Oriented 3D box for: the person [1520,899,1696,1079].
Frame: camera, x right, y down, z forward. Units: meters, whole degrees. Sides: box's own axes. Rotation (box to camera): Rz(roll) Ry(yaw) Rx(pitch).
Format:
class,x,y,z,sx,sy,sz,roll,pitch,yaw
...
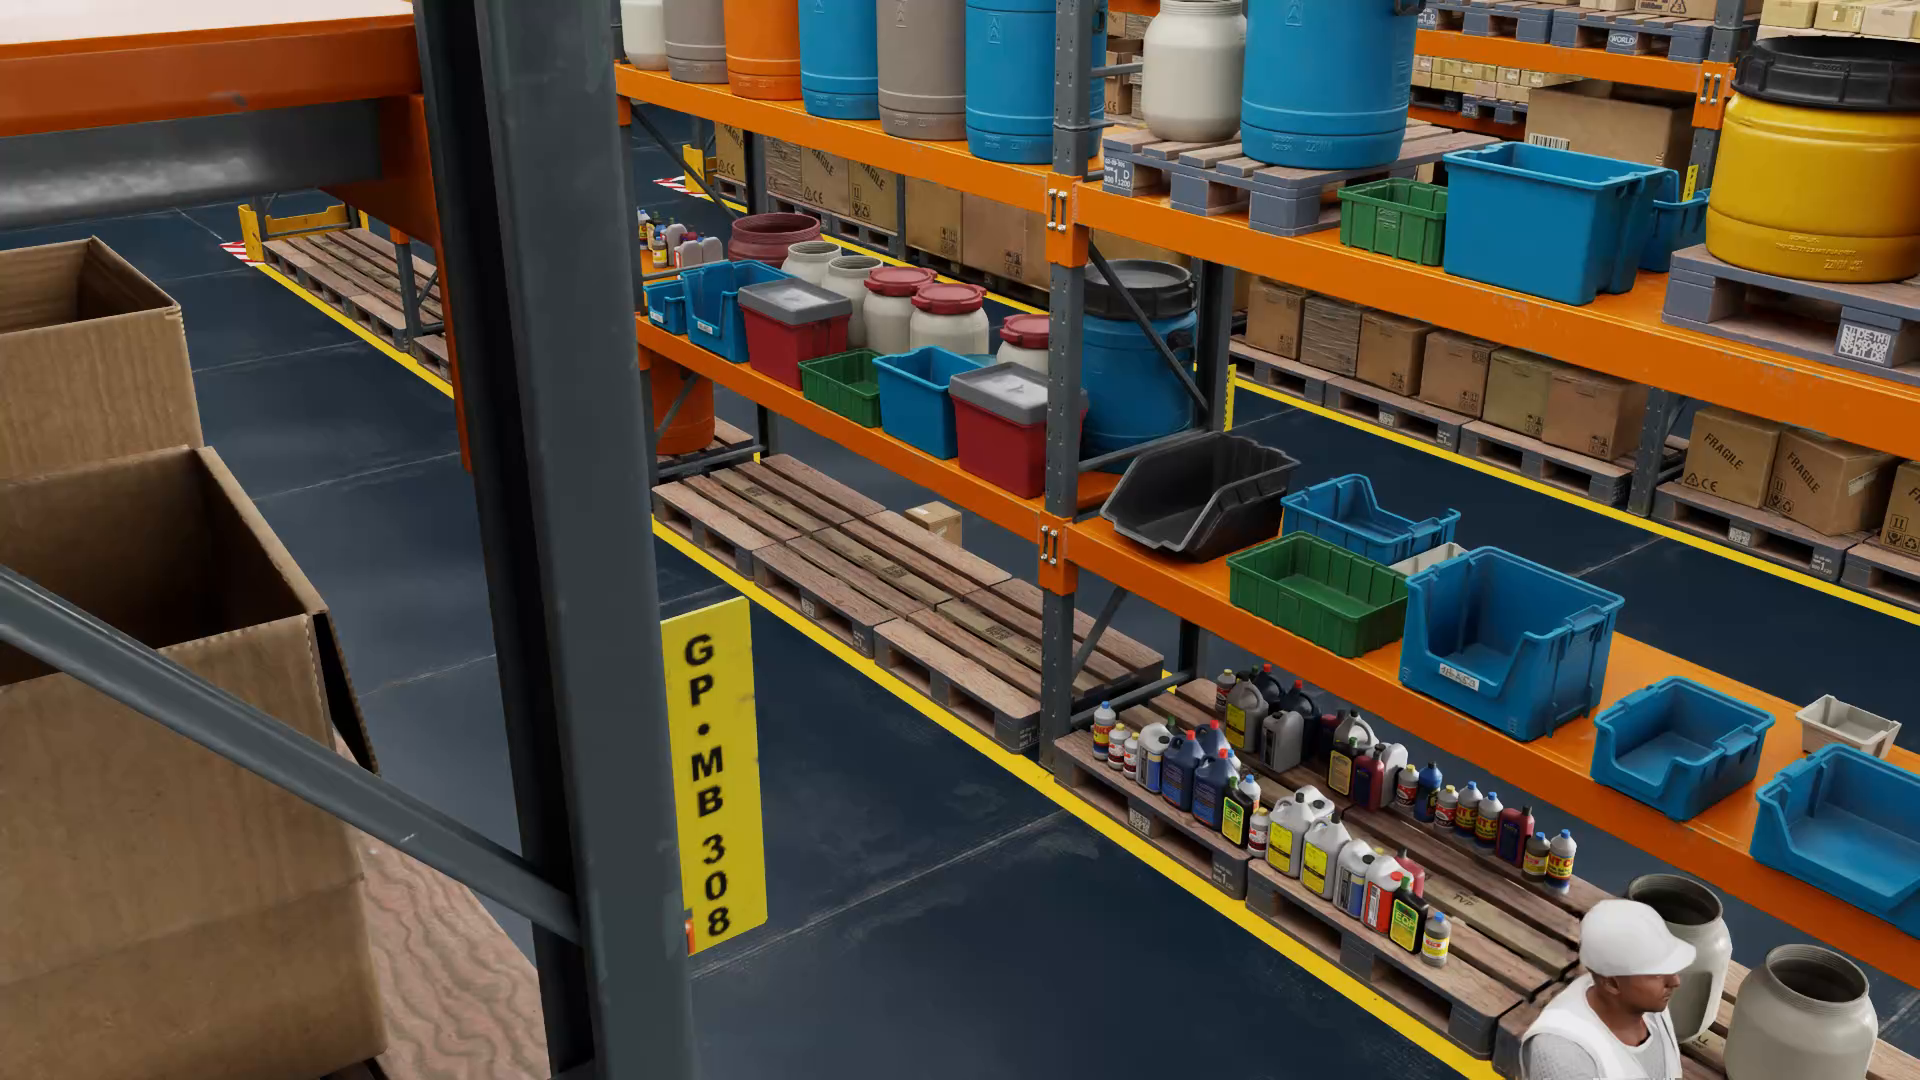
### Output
class,x,y,z,sx,sy,sz,roll,pitch,yaw
person,1.609,1.693,4.396,0.558,1.758,0.993,-19,30,-35
